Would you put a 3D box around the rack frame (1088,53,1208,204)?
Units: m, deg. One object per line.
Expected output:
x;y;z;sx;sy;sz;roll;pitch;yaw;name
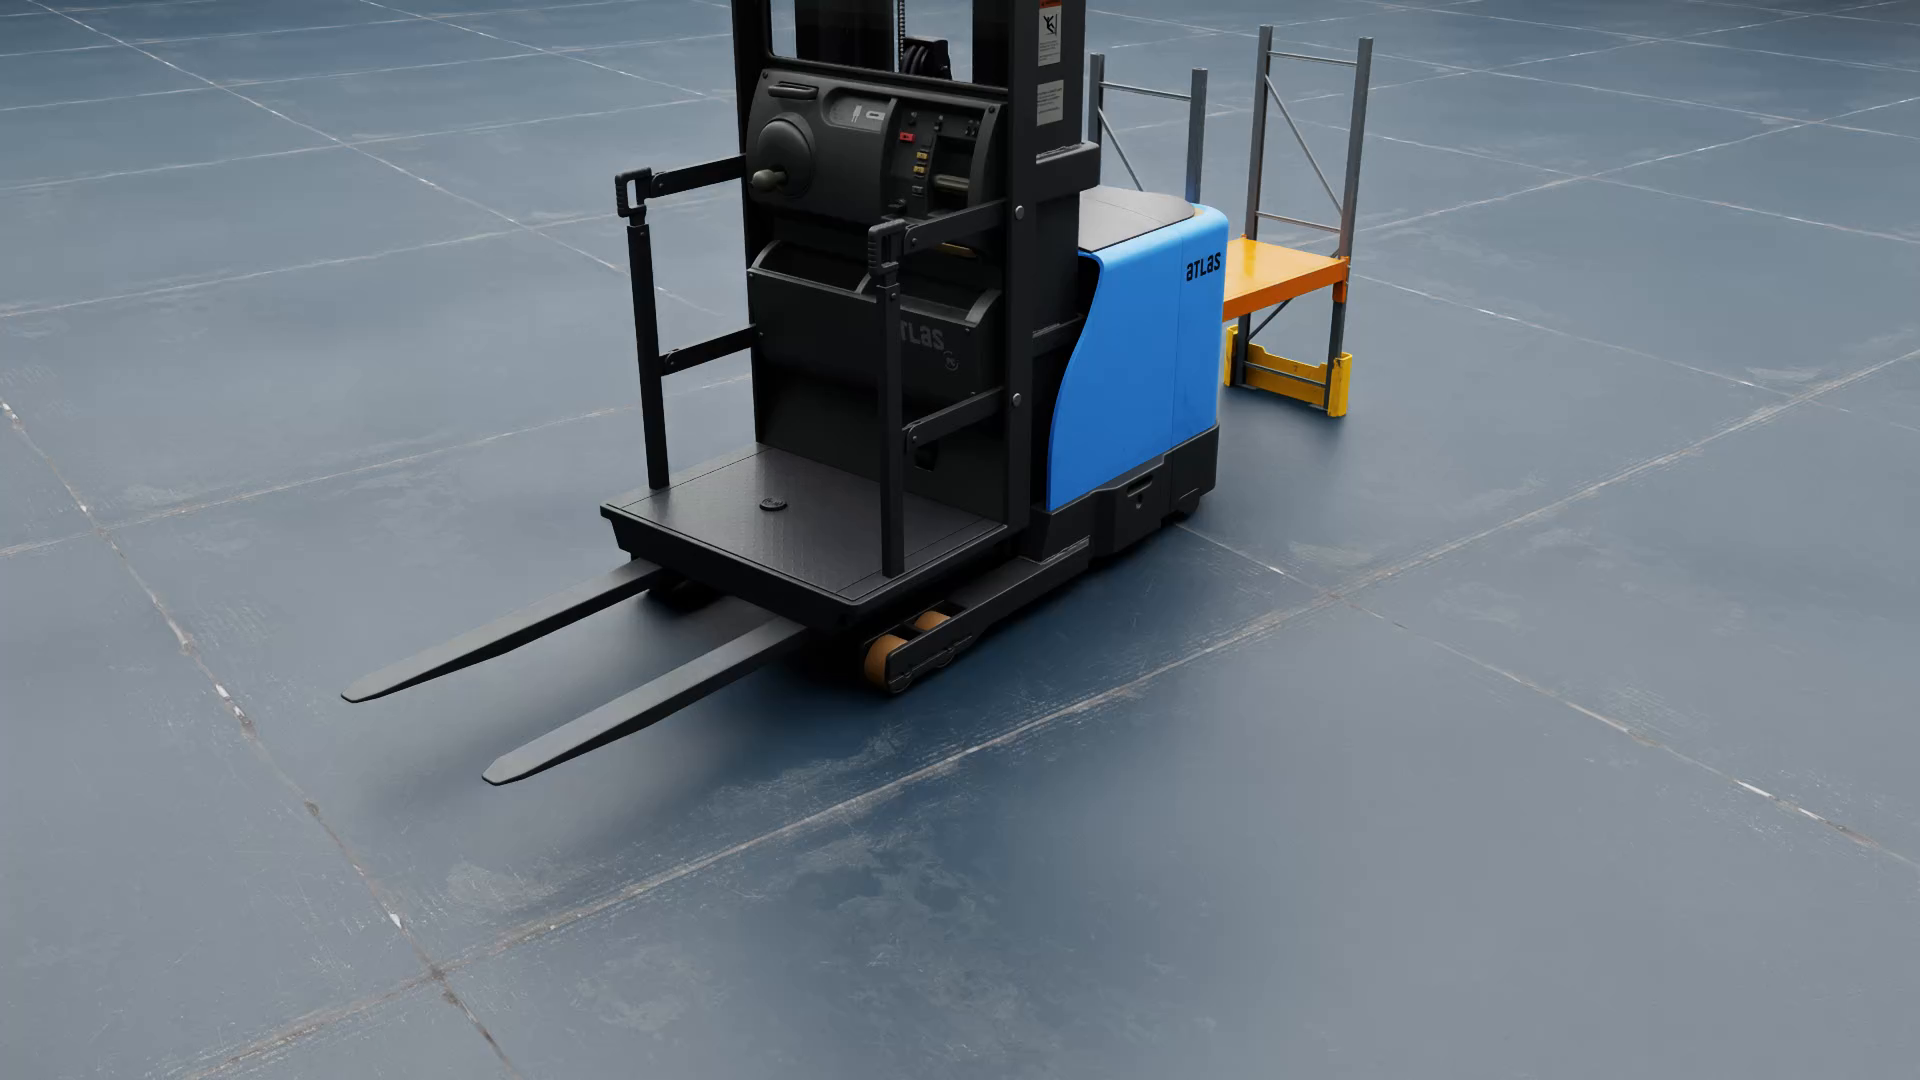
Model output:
0.650;-0.979;6.079;0.032;1.500;0.500;-23;33;-40;rack frame

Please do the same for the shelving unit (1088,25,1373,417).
1.017;-1.133;6.410;1.083;1.500;0.587;-23;33;-40;shelving unit

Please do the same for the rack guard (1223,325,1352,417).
1.369;-0.714;6.992;0.087;0.250;0.587;-23;33;-40;rack guard

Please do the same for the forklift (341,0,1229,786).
-0.401;-1.125;4.692;1.130;2.935;3.031;19;31;35;forklift

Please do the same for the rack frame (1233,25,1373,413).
1.370;-1.281;6.730;0.032;1.500;0.500;-23;33;-40;rack frame

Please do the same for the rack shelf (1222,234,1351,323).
1.010;-0.967;6.480;1.000;0.185;0.538;-23;33;-40;rack shelf
